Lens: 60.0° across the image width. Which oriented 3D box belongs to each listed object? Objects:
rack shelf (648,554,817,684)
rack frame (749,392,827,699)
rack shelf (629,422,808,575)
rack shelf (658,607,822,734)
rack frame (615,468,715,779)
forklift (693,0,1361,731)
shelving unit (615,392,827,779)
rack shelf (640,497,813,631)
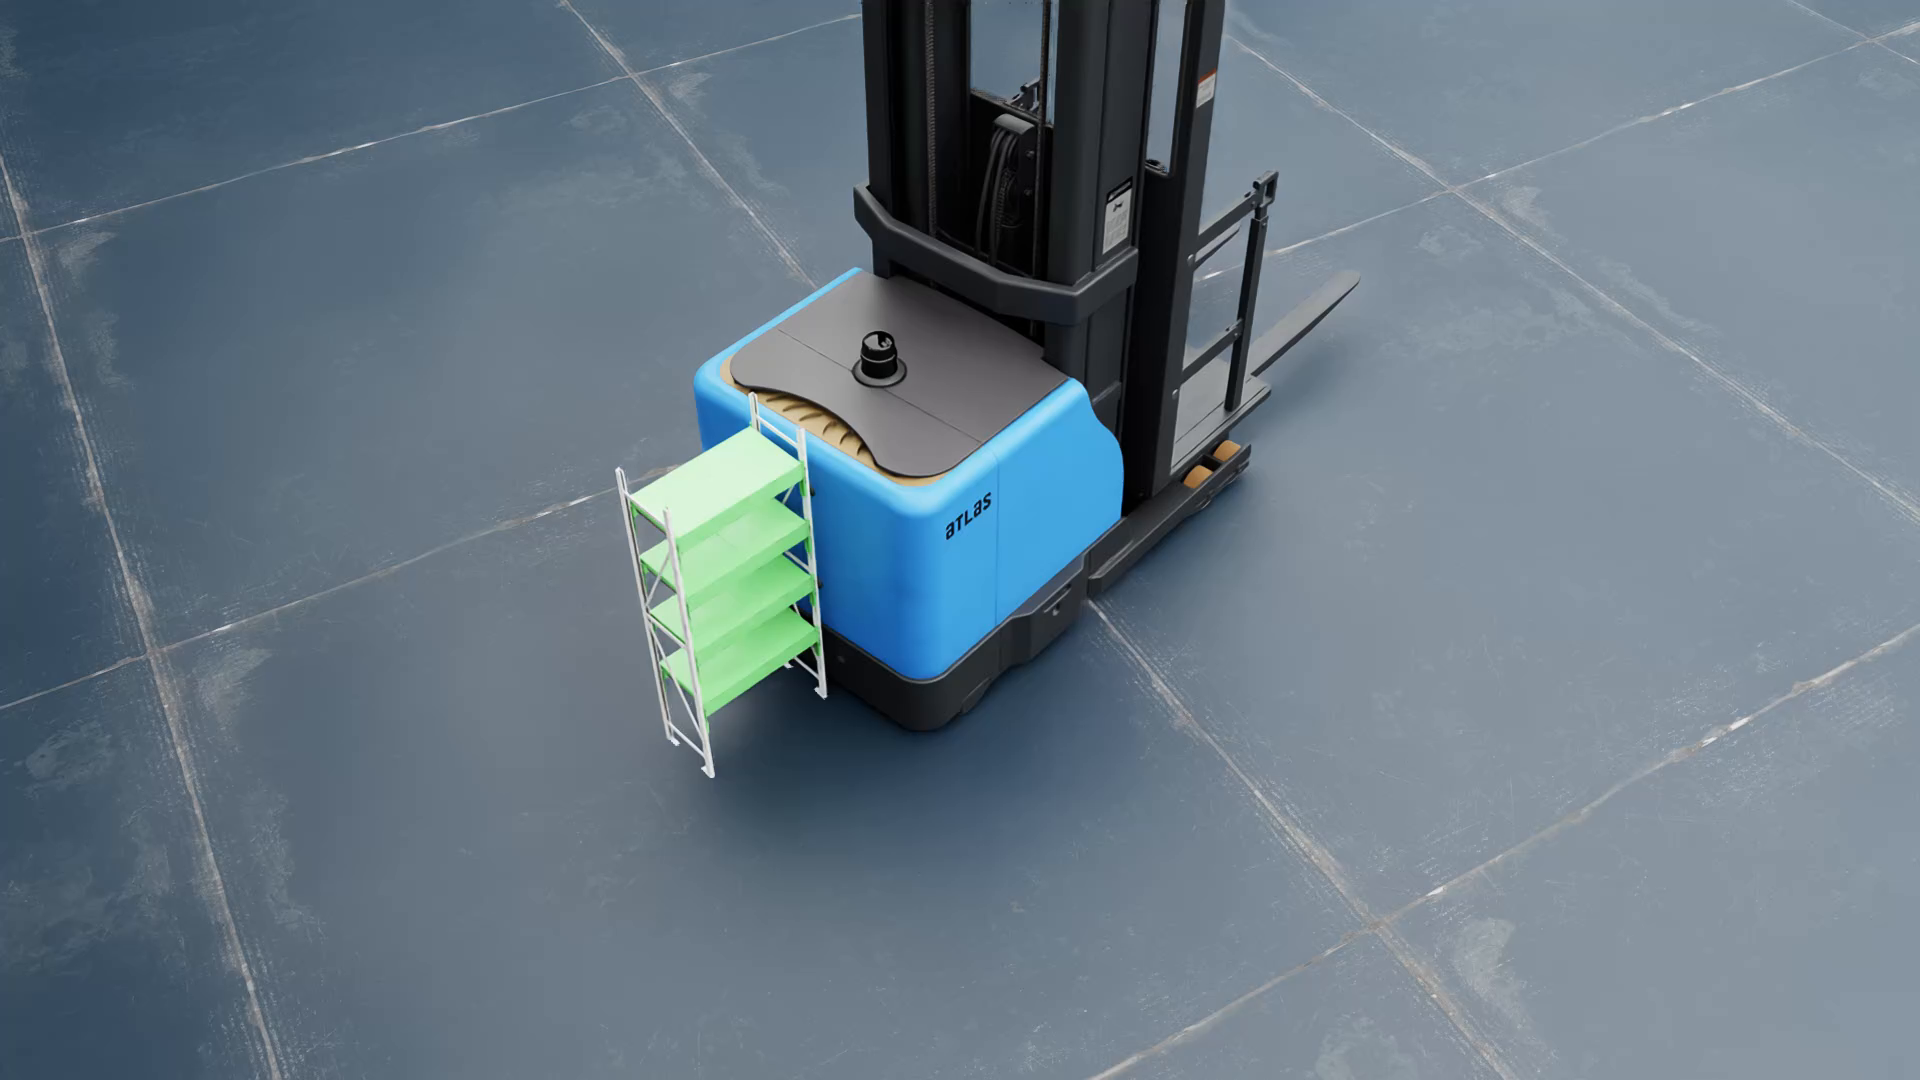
[{"bbox_3d":[-0.718,0.215,5.259,0.480,0.148,0.258,-34,54,-30],"label":"rack shelf"},{"bbox_3d":[-0.544,0.050,5.337,0.015,1.200,0.240,-34,54,-30],"label":"rack frame"},{"bbox_3d":[-0.718,-0.130,4.925,0.480,0.148,0.258,-34,54,-30],"label":"rack shelf"},{"bbox_3d":[-0.718,0.387,5.426,0.480,0.148,0.258,-34,54,-30],"label":"rack shelf"},{"bbox_3d":[-0.893,0.288,5.092,0.015,1.200,0.240,-34,54,-30],"label":"rack frame"},{"bbox_3d":[0.475,-1.377,5.564,1.130,2.935,3.031,31,52,28],"label":"forklift"},{"bbox_3d":[-0.718,0.169,5.214,0.503,1.200,0.258,-34,54,-30],"label":"shelving unit"},{"bbox_3d":[-0.718,0.043,5.092,0.480,0.148,0.258,-34,54,-30],"label":"rack shelf"}]
